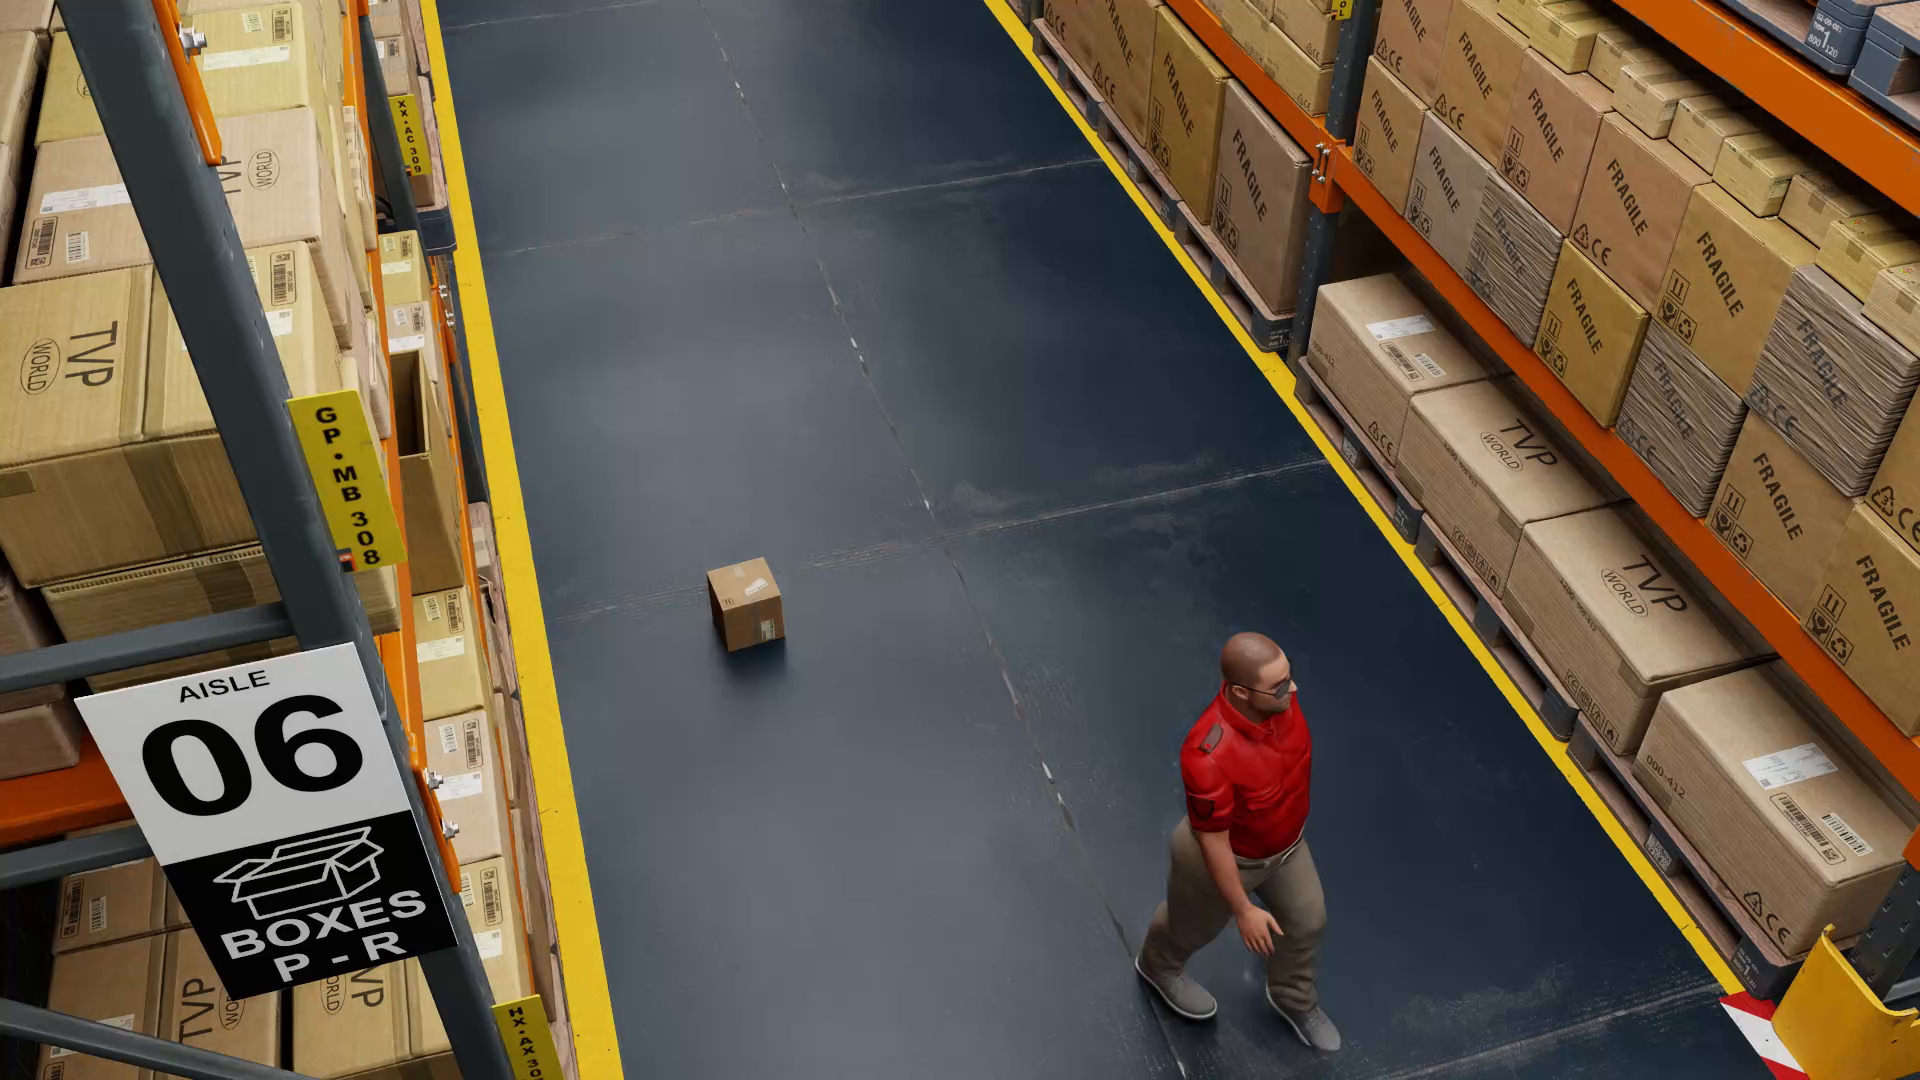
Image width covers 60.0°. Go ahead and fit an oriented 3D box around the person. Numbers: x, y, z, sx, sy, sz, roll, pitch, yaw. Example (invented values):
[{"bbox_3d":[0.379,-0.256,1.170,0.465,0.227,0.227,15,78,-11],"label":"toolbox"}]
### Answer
[{"bbox_3d":[0.912,0.999,5.095,0.708,1.784,0.535,31,51,30],"label":"person"}]
